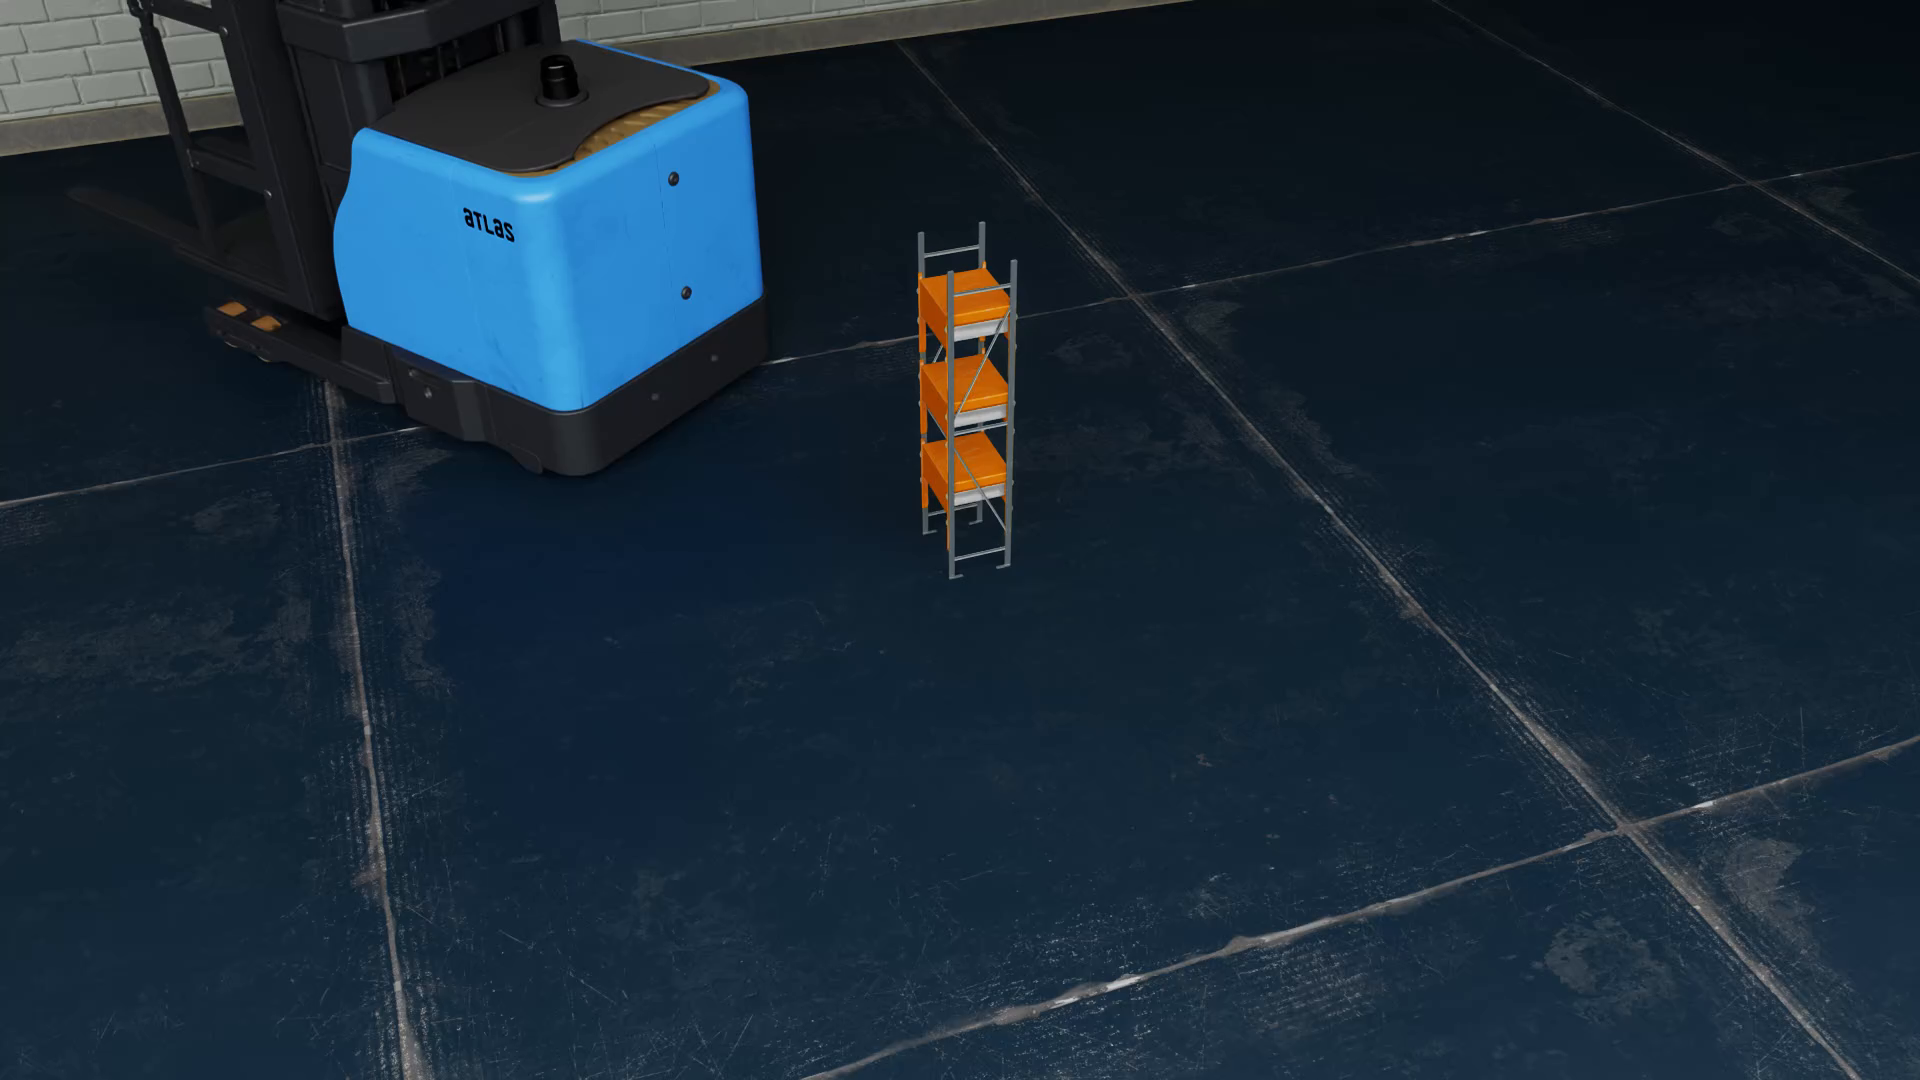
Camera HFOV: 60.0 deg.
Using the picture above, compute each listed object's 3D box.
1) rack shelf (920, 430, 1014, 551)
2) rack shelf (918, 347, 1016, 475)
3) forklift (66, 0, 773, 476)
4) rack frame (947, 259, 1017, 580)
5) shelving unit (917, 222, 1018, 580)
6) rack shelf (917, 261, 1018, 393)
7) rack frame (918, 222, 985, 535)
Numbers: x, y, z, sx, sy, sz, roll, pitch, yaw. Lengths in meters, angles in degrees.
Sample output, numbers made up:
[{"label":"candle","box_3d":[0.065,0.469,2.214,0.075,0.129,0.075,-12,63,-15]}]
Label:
[{"label":"rack shelf","box_3d":[0.018,-0.159,5.068,0.215,0.259,0.240,-12,39,-16]},{"label":"rack shelf","box_3d":[0.018,-0.381,4.900,0.215,0.259,0.240,-12,39,-16]},{"label":"forklift","box_3d":[-2.191,-2.065,5.555,3.031,2.935,1.130,22,42,26]},{"label":"rack frame","box_3d":[0.060,-0.320,4.803,0.200,1.050,0.008,-12,39,-16]},{"label":"shelving unit","box_3d":[0.018,-0.389,4.894,0.215,1.050,0.252,-12,39,-16]},{"label":"rack shelf","box_3d":[0.018,-0.607,4.730,0.215,0.259,0.240,-12,39,-16]},{"label":"rack frame","box_3d":[-0.024,-0.458,4.986,0.200,1.050,0.008,-12,39,-16]}]
